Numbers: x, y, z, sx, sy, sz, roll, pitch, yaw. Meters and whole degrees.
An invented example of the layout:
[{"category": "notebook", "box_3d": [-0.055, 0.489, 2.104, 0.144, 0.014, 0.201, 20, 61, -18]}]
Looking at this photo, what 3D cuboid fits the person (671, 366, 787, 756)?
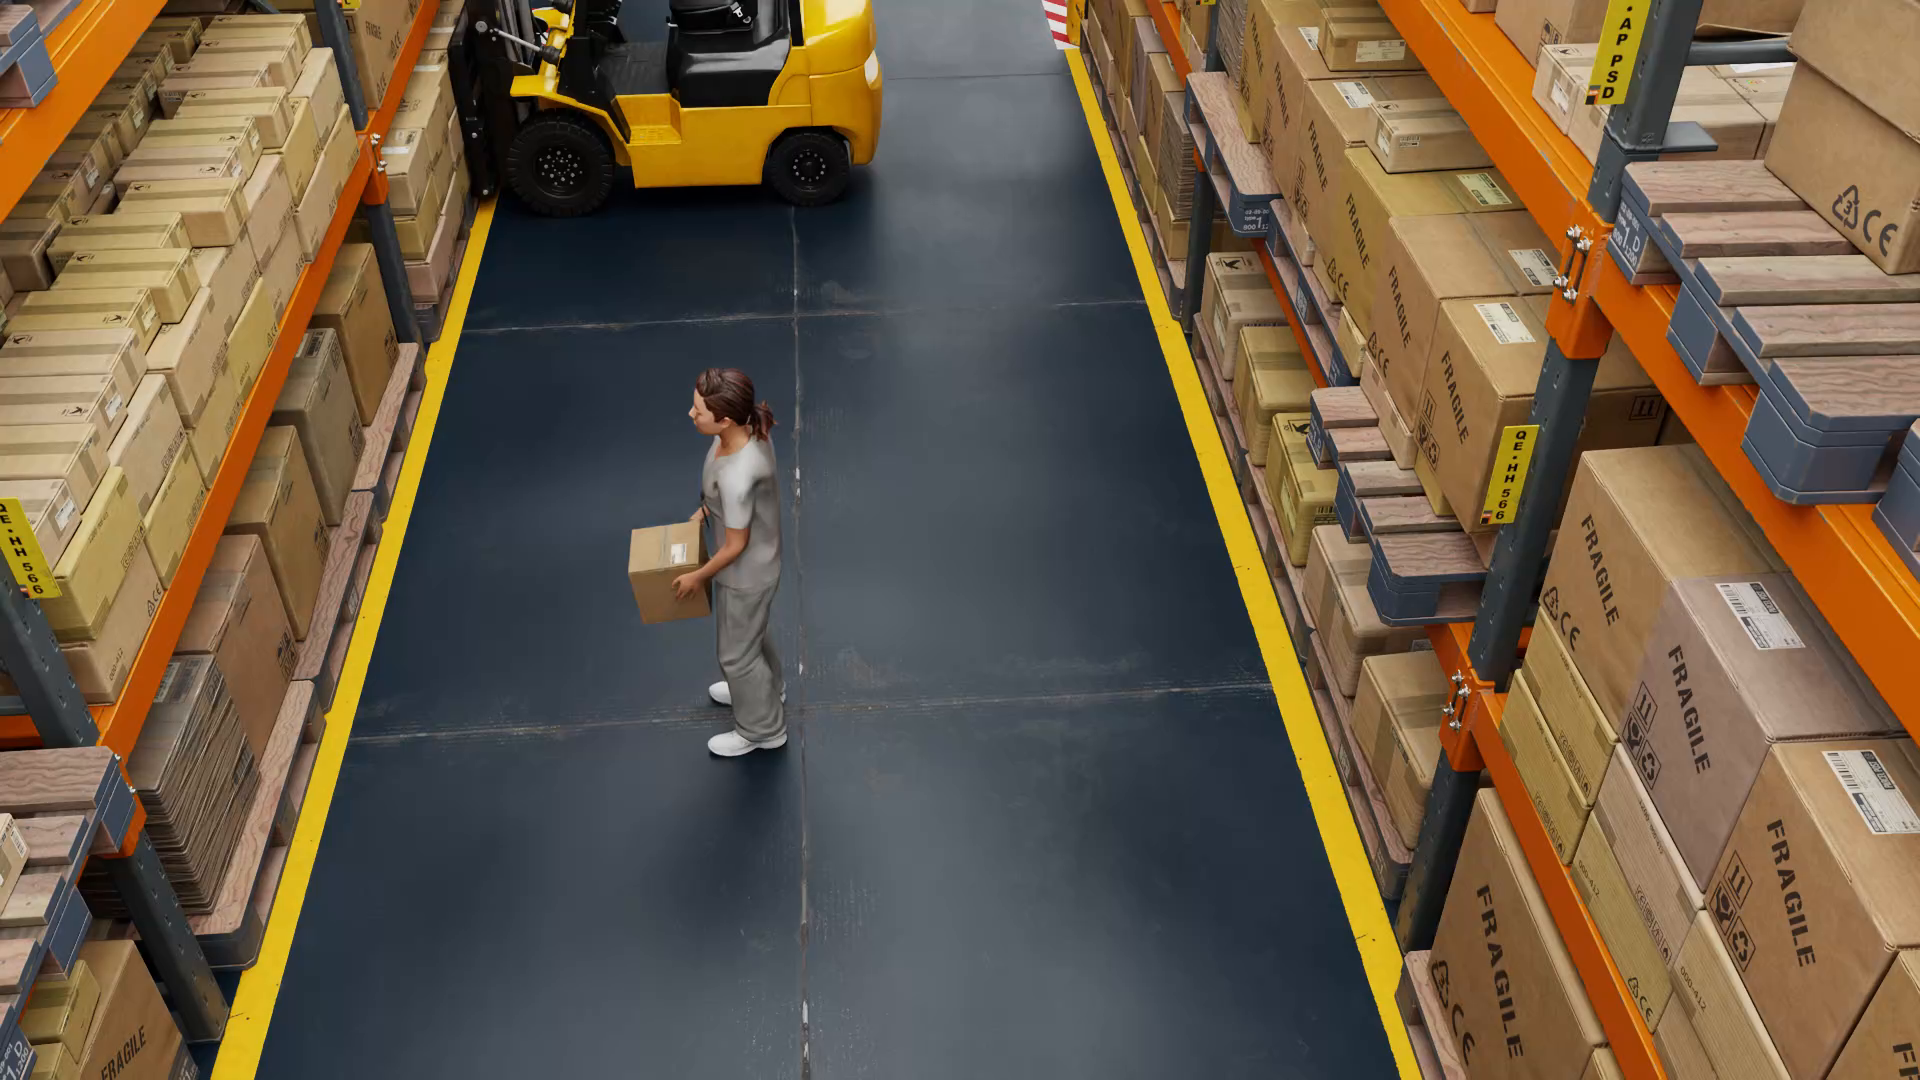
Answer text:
[{"category": "person", "box_3d": [-0.828, 0.088, 6.046, 0.429, 1.676, 0.466, -4, 39, -5]}]
